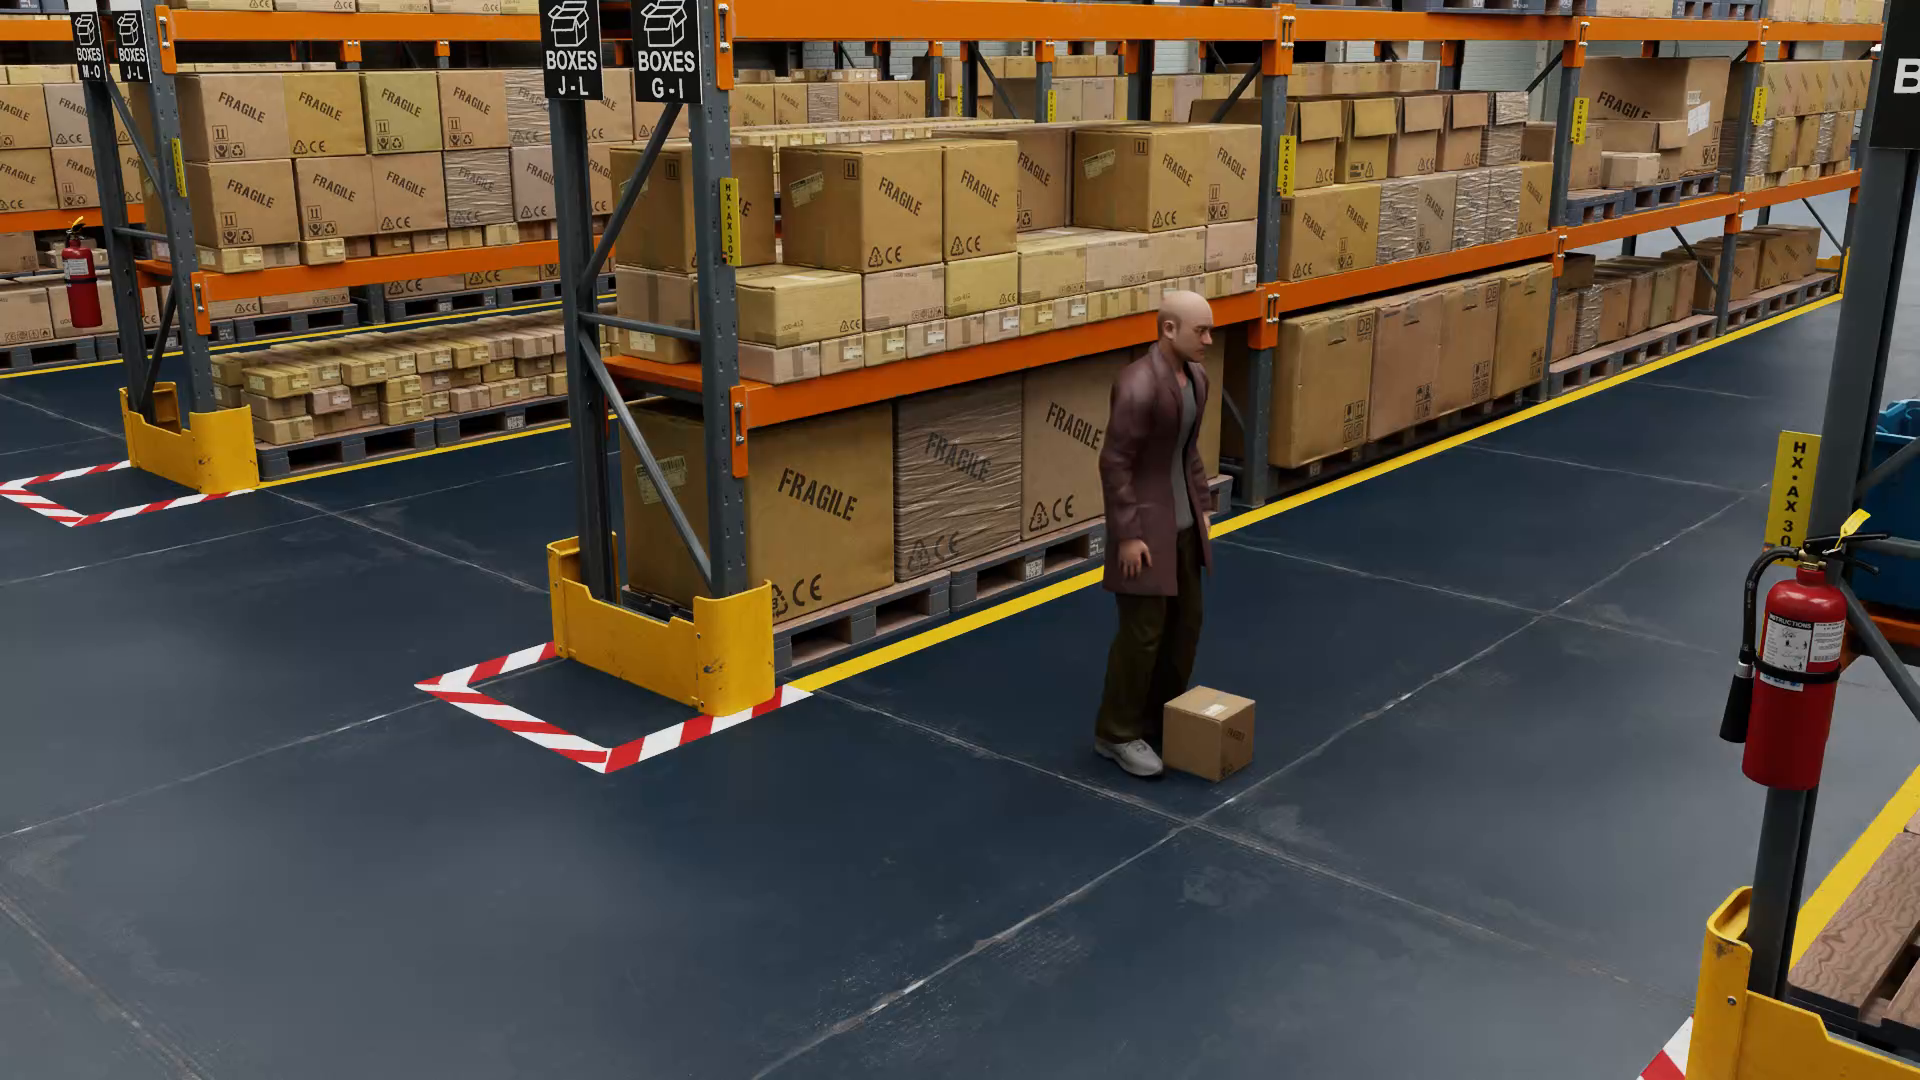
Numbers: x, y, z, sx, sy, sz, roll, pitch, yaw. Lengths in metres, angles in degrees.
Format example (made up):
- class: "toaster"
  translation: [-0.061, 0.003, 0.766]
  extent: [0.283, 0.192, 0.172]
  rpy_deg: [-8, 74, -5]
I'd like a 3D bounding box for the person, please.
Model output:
- class: "person"
  translation: [0.750, -0.051, 6.238]
  extent: [0.415, 1.772, 0.647]
  rpy_deg: [13, 21, 36]
